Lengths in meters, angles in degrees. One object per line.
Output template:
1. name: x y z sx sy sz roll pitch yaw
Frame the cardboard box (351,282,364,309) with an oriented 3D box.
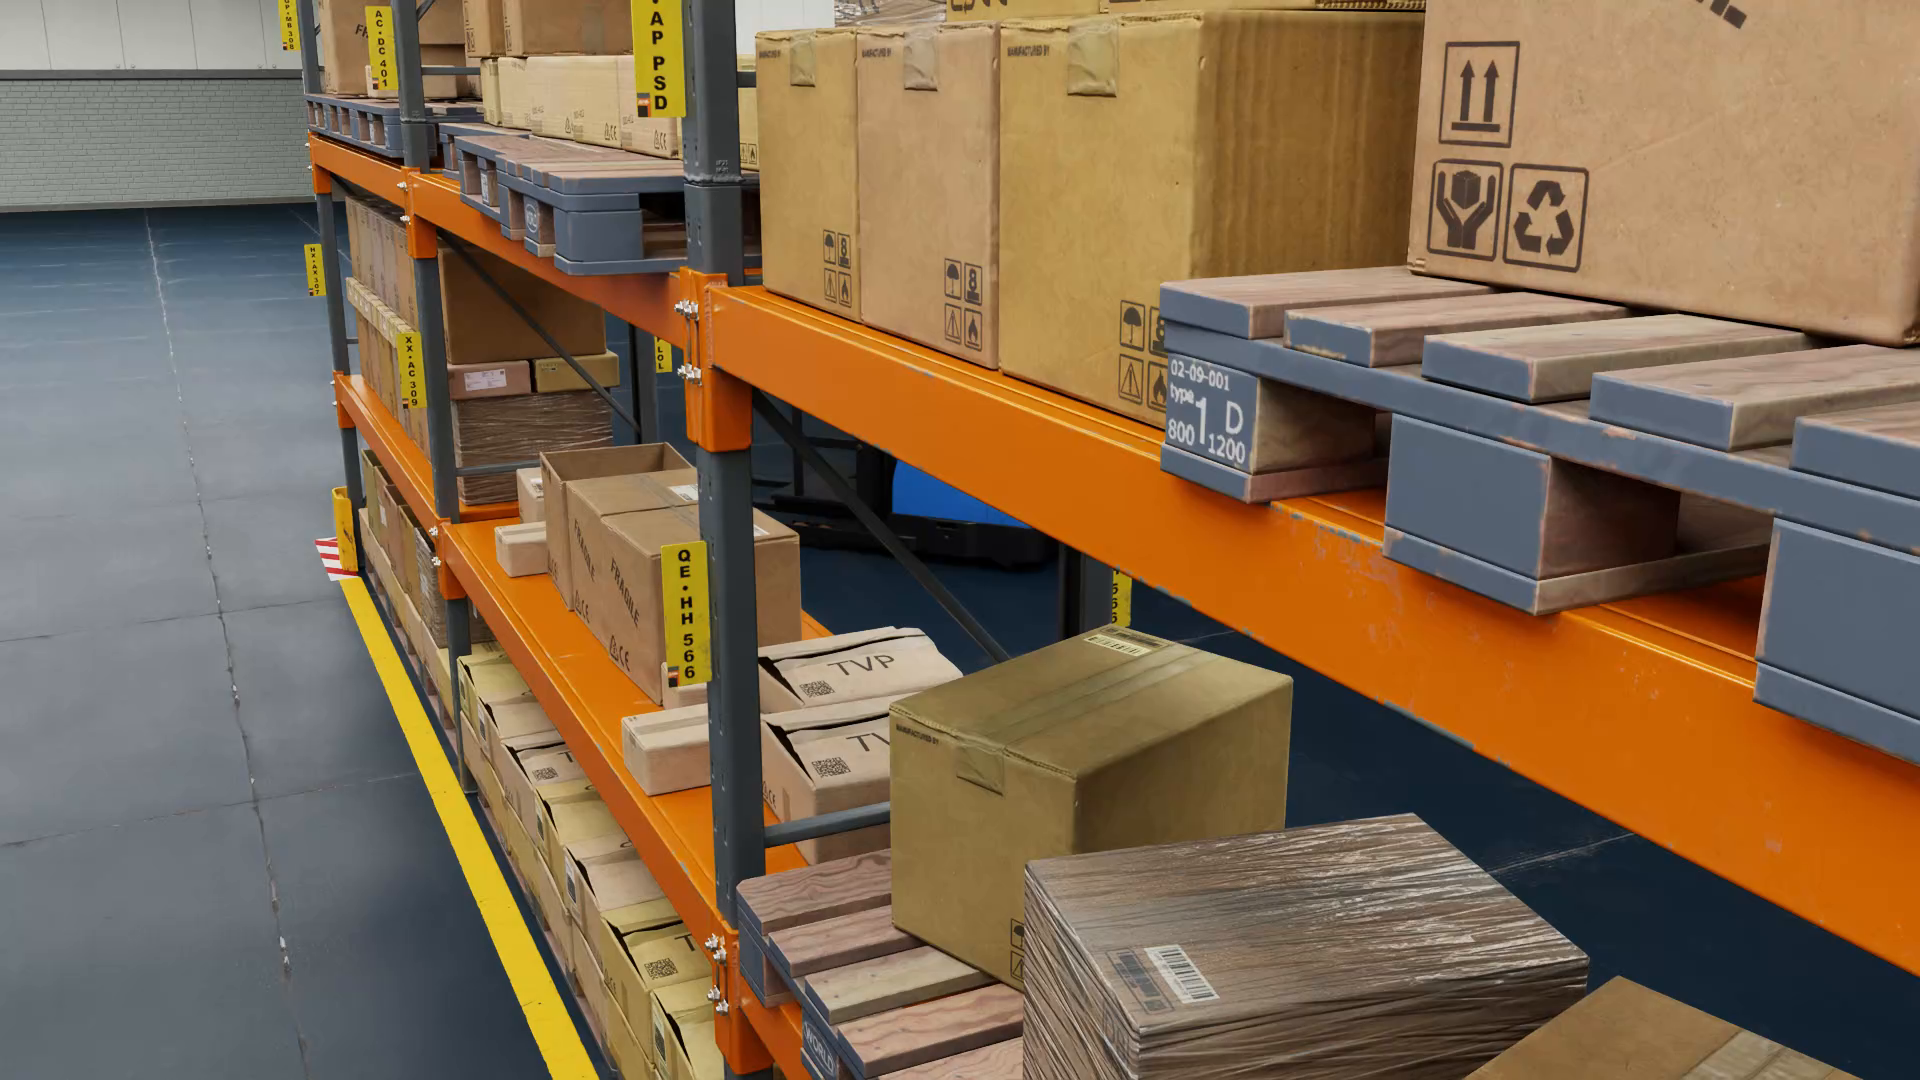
1. cardboard box: -3.509 -1.502 10.191 0.380 0.149 0.250 -8 18 -26

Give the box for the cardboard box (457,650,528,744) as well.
1. cardboard box: -1.896 0.644 7.277 0.500 0.311 0.500 -8 18 -25

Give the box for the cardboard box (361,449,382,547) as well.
1. cardboard box: -3.350 -0.288 10.180 0.500 0.500 0.500 -8 18 -25

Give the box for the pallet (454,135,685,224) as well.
1. pallet: -0.971 -1.133 5.164 1.003 0.211 1.213 -7 17 -22

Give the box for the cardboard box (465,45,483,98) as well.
1. cardboard box: -2.073 -2.298 8.029 0.500 0.311 0.500 -9 18 -28

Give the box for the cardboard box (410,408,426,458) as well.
1. cardboard box: -2.506 -0.751 8.750 0.700 0.500 0.500 -7 18 -24

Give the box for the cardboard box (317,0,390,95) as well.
1. cardboard box: -3.123 -2.645 8.896 0.500 0.500 0.500 -8 18 -25

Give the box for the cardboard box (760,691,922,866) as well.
1. cardboard box: -0.221 0.600 4.383 0.500 0.311 0.500 -6 17 -21

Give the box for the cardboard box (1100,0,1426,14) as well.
1. cardboard box: 0.532 -0.956 2.212 0.500 0.500 0.500 -8 18 -25

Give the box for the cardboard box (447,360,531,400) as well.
1. cardboard box: -2.165 -0.741 7.536 0.380 0.149 0.250 -8 18 -25

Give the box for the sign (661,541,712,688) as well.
1. sign: -0.598 0.164 3.642 0.100 0.325 0.005 -8 18 -25

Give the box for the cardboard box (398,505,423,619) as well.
1. cardboard box: -2.684 0.083 8.888 0.500 0.500 0.500 -8 18 -25

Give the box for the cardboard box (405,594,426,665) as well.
1. cardboard box: -2.695 0.445 8.987 0.500 0.250 0.500 -8 18 -25

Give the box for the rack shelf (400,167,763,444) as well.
1. rack shelf: -0.977 -0.939 5.452 1.077 0.370 4.000 -8 18 -25

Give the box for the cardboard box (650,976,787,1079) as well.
1. cardboard box: -0.551 1.403 4.631 0.500 0.311 0.500 -7 17 -23

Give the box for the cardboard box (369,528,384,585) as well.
1. cardboard box: -3.348 0.072 10.285 0.500 0.250 0.500 -8 18 -25

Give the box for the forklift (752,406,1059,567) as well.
1. forklift: -0.680 -1.472 11.565 3.031 2.935 1.130 7 17 22

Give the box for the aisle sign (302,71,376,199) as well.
1. aisle sign: -3.909 -2.560 10.520 0.394 0.787 0.004 -8 18 -25

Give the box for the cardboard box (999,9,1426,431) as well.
1. cardboard box: 0.572 -0.478 2.358 0.910 0.500 0.500 -8 18 -25

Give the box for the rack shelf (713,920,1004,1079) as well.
1. rack shelf: 0.776 1.494 2.409 1.077 0.370 4.000 -8 18 -25

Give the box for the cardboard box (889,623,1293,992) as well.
1. cardboard box: 0.277 0.545 3.470 0.500 0.500 0.700 15 22 42

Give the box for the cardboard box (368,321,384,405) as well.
1. cardboard box: -3.178 -1.132 10.076 0.700 0.500 0.500 -7 17 -23

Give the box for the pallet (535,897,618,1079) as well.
1. pallet: -0.957 1.482 6.203 1.003 0.211 1.213 -8 18 -25

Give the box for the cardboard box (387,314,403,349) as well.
1. cardboard box: -2.839 -1.121 8.862 0.380 0.149 0.250 -7 17 -23

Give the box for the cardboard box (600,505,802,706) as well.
1. cardboard box: -0.850 0.191 5.467 0.500 0.500 0.500 -9 18 -28

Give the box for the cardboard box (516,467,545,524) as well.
1. cardboard box: -1.598 -0.150 7.108 0.500 0.250 0.500 -6 17 -21

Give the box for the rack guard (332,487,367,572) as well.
1. rack guard: -3.616 -0.135 11.316 1.175 0.500 0.348 -8 18 -25

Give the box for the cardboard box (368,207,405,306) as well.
1. cardboard box: -2.932 -1.618 9.416 0.700 0.500 0.500 -8 18 -25

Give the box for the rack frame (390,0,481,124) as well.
1. rack frame: -1.853 -3.223 6.667 1.000 3.000 0.127 -8 18 -25

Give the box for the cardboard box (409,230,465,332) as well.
1. cardboard box: -2.275 -1.245 8.119 0.700 0.500 0.500 -8 18 -25

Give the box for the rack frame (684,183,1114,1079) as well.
1. rack frame: -0.101 0.653 4.038 1.000 3.000 0.127 -8 18 -25

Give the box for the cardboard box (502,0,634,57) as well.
1. cardboard box: -1.348 -1.975 5.908 0.500 0.500 0.500 -6 17 -20

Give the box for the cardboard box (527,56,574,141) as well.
1. cardboard box: -1.070 -1.429 5.366 0.500 0.250 0.500 -9 18 -30

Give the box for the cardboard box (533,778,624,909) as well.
1. cardboard box: -1.221 1.025 5.949 0.500 0.311 0.500 -7 17 -23

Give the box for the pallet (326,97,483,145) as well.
1. pallet: -2.780 -2.249 8.872 1.003 0.211 1.213 -8 18 -25

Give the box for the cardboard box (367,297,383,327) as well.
1. cardboard box: -3.173 -1.312 9.526 0.380 0.149 0.250 -8 18 -27

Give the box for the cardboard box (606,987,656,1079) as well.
1. cardboard box: -0.779 1.544 5.155 0.500 0.250 0.500 -8 18 -26

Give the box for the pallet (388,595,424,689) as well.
1. pallet: -2.702 0.496 9.640 1.003 0.211 1.213 -8 18 -25

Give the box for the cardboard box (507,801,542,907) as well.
1. cardboard box: -1.447 1.166 6.474 0.500 0.250 0.500 -8 18 -27

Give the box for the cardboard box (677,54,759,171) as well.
1. cardboard box: -0.350 -1.025 3.956 0.500 0.250 0.500 -9 18 -29

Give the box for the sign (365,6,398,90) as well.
1. sign: -2.351 -2.000 6.763 0.100 0.325 0.005 -8 18 -25
